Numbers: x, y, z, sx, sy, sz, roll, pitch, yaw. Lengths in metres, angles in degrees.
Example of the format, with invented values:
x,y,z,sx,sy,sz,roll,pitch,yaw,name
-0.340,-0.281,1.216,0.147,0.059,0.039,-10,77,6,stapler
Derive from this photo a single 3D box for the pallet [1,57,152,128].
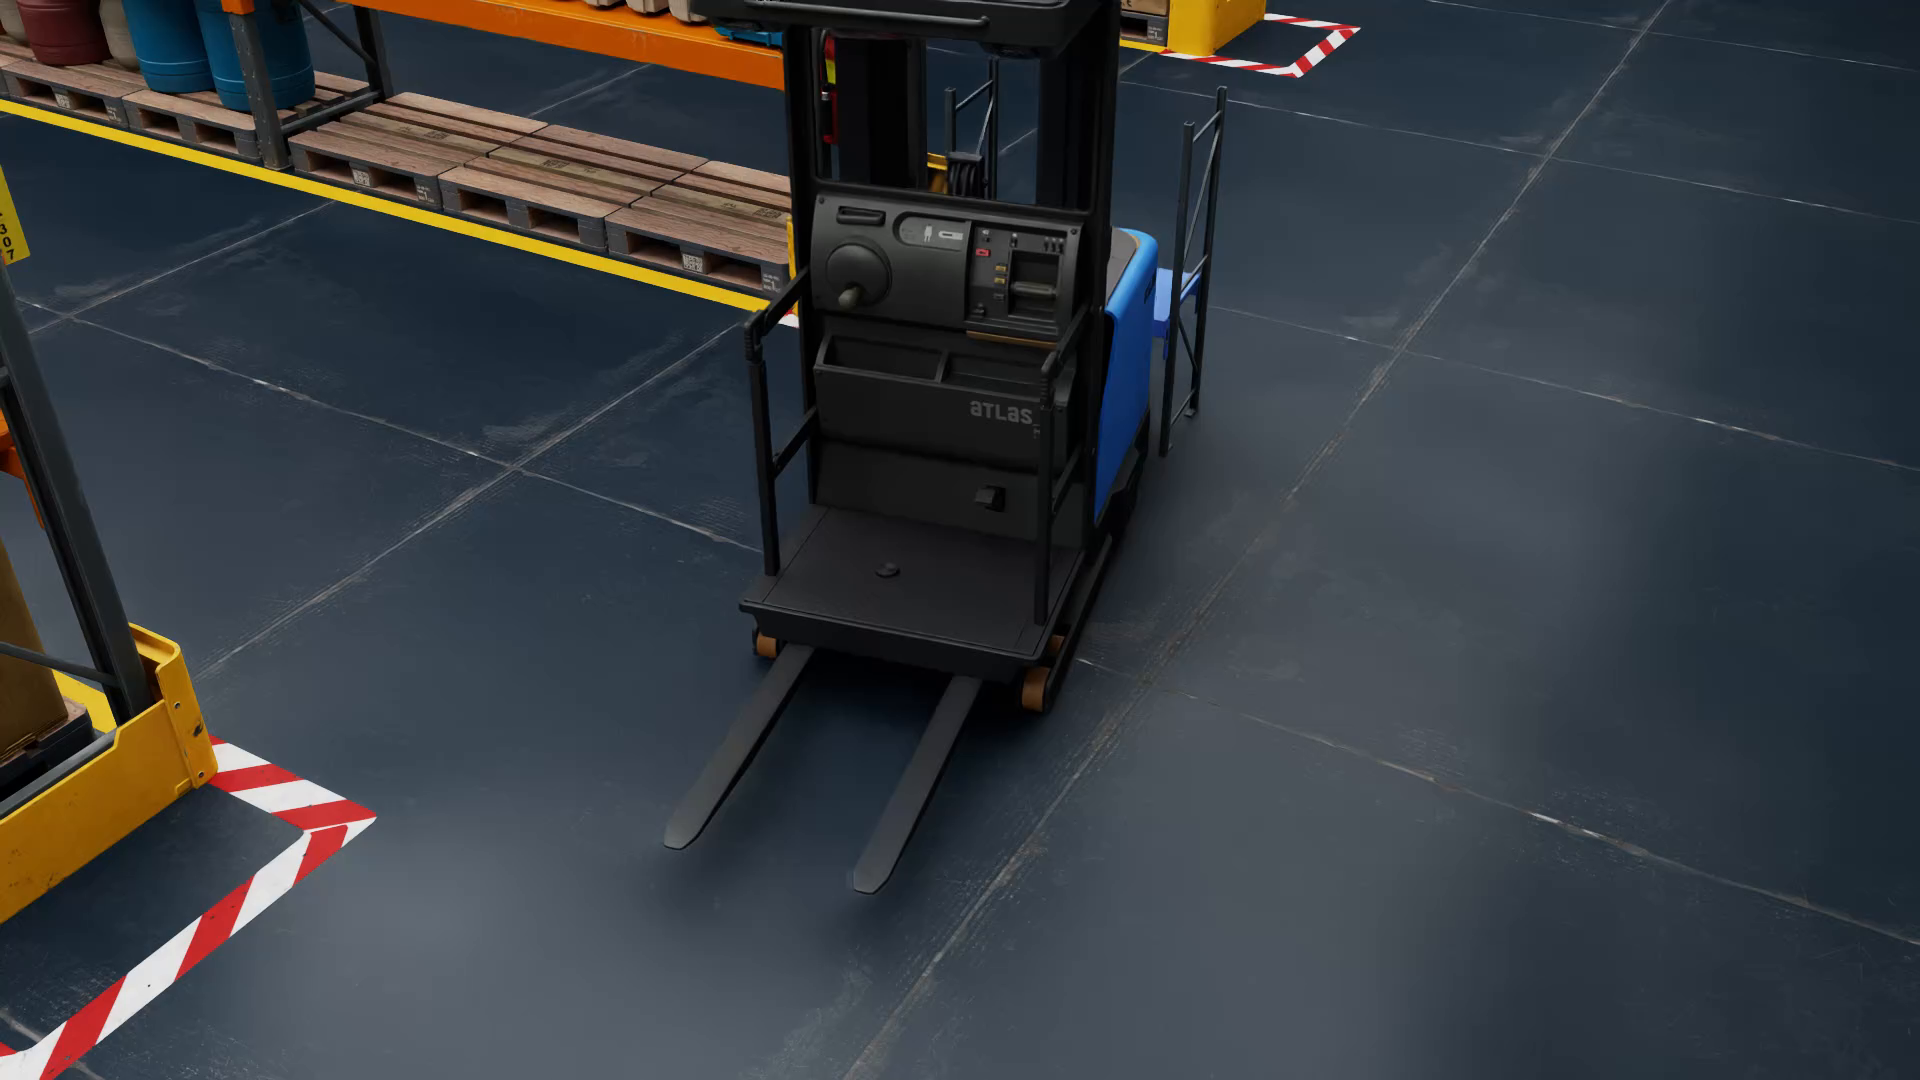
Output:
x,y,z,sx,sy,sz,roll,pitch,yaw,name
-5.656,-3.146,11.284,1.213,0.211,1.003,18,37,24,pallet

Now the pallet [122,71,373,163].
x,y,z,sx,sy,sz,roll,pitch,yaw,name
-4.593,-2.811,10.781,1.213,0.211,1.003,18,37,24,pallet

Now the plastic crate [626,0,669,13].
x,y,z,sx,sy,sz,roll,pitch,yaw,name
-1.513,-2.778,8.400,0.243,0.136,0.396,18,37,24,plastic crate

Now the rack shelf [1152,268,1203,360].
x,y,z,sx,sy,sz,roll,pitch,yaw,name
0.520,-1.080,7.343,1.000,0.185,0.538,14,36,20,rack shelf

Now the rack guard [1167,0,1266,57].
x,y,z,sx,sy,sz,roll,pitch,yaw,name
1.924,-4.002,12.309,0.348,0.500,1.175,18,37,24,rack guard

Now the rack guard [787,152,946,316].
x,y,z,sx,sy,sz,roll,pitch,yaw,name
-0.444,-1.598,8.699,0.348,0.500,1.175,18,37,24,rack guard

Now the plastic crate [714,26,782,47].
x,y,z,sx,sy,sz,roll,pitch,yaw,name
-0.854,-2.681,7.984,0.499,0.435,0.616,18,37,24,plastic crate

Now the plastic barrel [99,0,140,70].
x,y,z,sx,sy,sz,roll,pitch,yaw,name
-5.468,-3.429,11.059,0.421,0.512,0.421,0,34,0,plastic barrel

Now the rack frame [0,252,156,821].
x,y,z,sx,sy,sz,roll,pitch,yaw,name
-2.928,-0.256,4.428,0.127,3.000,1.000,18,37,24,rack frame

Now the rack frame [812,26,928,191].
x,y,z,sx,sy,sz,roll,pitch,yaw,name
-0.471,-2.639,8.007,0.127,3.000,1.000,18,37,24,rack frame

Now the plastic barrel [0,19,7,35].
x,y,z,sx,sy,sz,roll,pitch,yaw,name
-6.983,-3.984,11.606,0.708,0.830,0.600,18,37,24,plastic barrel

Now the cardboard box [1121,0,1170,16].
x,y,z,sx,sy,sz,roll,pitch,yaw,name
1.396,-4.196,12.202,0.500,0.500,0.500,18,37,24,cardboard box

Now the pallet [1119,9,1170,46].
x,y,z,sx,sy,sz,roll,pitch,yaw,name
1.231,-4.101,12.718,1.213,0.211,1.003,18,37,24,pallet

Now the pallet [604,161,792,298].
x,y,z,sx,sy,sz,roll,pitch,yaw,name
-1.168,-1.724,9.149,1.213,0.211,1.003,18,37,24,pallet

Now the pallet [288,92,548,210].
x,y,z,sx,sy,sz,roll,pitch,yaw,name
-3.286,-2.395,10.156,1.213,0.211,1.003,18,37,24,pallet

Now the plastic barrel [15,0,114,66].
x,y,z,sx,sy,sz,roll,pitch,yaw,name
-6.003,-3.573,11.207,0.708,0.588,0.600,18,37,24,plastic barrel

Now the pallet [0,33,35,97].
x,y,z,sx,sy,sz,roll,pitch,yaw,name
-6.711,-3.482,11.788,1.213,0.211,1.003,18,37,24,pallet

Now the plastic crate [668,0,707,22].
x,y,z,sx,sy,sz,roll,pitch,yaw,name
-1.269,-2.692,8.269,0.243,0.136,0.396,18,37,24,plastic crate

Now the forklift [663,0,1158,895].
x,y,z,sx,sy,sz,roll,pitch,yaw,name
-0.117,-0.866,5.405,1.130,2.935,3.031,10,35,14,forklift

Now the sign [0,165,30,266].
x,y,z,sx,sy,sz,roll,pitch,yaw,name
-2.648,-0.914,4.564,0.005,0.325,0.100,18,37,24,sign

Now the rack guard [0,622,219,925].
x,y,z,sx,sy,sz,roll,pitch,yaw,name
-2.908,0.791,5.111,0.348,0.500,1.175,18,37,24,rack guard

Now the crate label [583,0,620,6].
x,y,z,sx,sy,sz,roll,pitch,yaw,name
-1.767,-2.843,8.497,0.243,0.136,0.396,18,37,24,crate label

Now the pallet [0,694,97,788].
x,y,z,sx,sy,sz,roll,pitch,yaw,name
-3.662,0.723,5.474,1.213,0.211,1.003,18,37,24,pallet

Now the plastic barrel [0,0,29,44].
x,y,z,sx,sy,sz,roll,pitch,yaw,name
-6.449,-3.740,11.526,0.421,0.512,0.421,0,34,0,plastic barrel

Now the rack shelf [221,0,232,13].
x,y,z,sx,sy,sz,roll,pitch,yaw,name
-5.680,-3.990,10.684,4.000,0.370,1.077,18,37,24,rack shelf

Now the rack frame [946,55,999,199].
x,y,z,sx,sy,sz,roll,pitch,yaw,name
0.055,-1.343,7.414,0.032,1.500,0.500,14,36,20,rack frame

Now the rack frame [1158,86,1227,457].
x,y,z,sx,sy,sz,roll,pitch,yaw,name
0.986,-1.117,7.074,0.032,1.500,0.500,14,36,20,rack frame

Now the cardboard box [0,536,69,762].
x,y,z,sx,sy,sz,roll,pitch,yaw,name
-3.524,0.316,5.107,0.875,0.875,0.875,18,37,24,cardboard box

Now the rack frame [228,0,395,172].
x,y,z,sx,sy,sz,roll,pitch,yaw,name
-3.944,-3.739,9.659,0.127,3.000,1.000,18,37,24,rack frame

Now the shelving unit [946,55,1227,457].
x,y,z,sx,sy,sz,roll,pitch,yaw,name
0.520,-1.230,7.244,1.048,1.500,0.538,14,36,20,shelving unit

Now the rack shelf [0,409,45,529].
x,y,z,sx,sy,sz,roll,pitch,yaw,name
-4.665,-0.506,5.453,4.000,0.370,1.077,18,37,24,rack shelf

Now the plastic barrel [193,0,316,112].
x,y,z,sx,sy,sz,roll,pitch,yaw,name
-4.408,-3.198,10.361,0.708,0.901,0.600,18,37,24,plastic barrel

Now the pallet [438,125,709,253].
x,y,z,sx,sy,sz,roll,pitch,yaw,name
-2.223,-2.060,9.653,1.213,0.211,1.003,18,37,24,pallet

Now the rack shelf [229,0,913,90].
x,y,z,sx,sy,sz,roll,pitch,yaw,name
-2.207,-2.890,9.032,4.000,0.370,1.077,18,37,24,rack shelf

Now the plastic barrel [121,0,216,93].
x,y,z,sx,sy,sz,roll,pitch,yaw,name
-5.022,-3.393,10.654,0.708,0.901,0.600,18,37,24,plastic barrel

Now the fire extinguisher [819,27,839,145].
x,y,z,sx,sy,sz,roll,pitch,yaw,name
-0.565,-2.192,7.741,0.183,0.674,0.296,18,37,24,fire extinguisher
